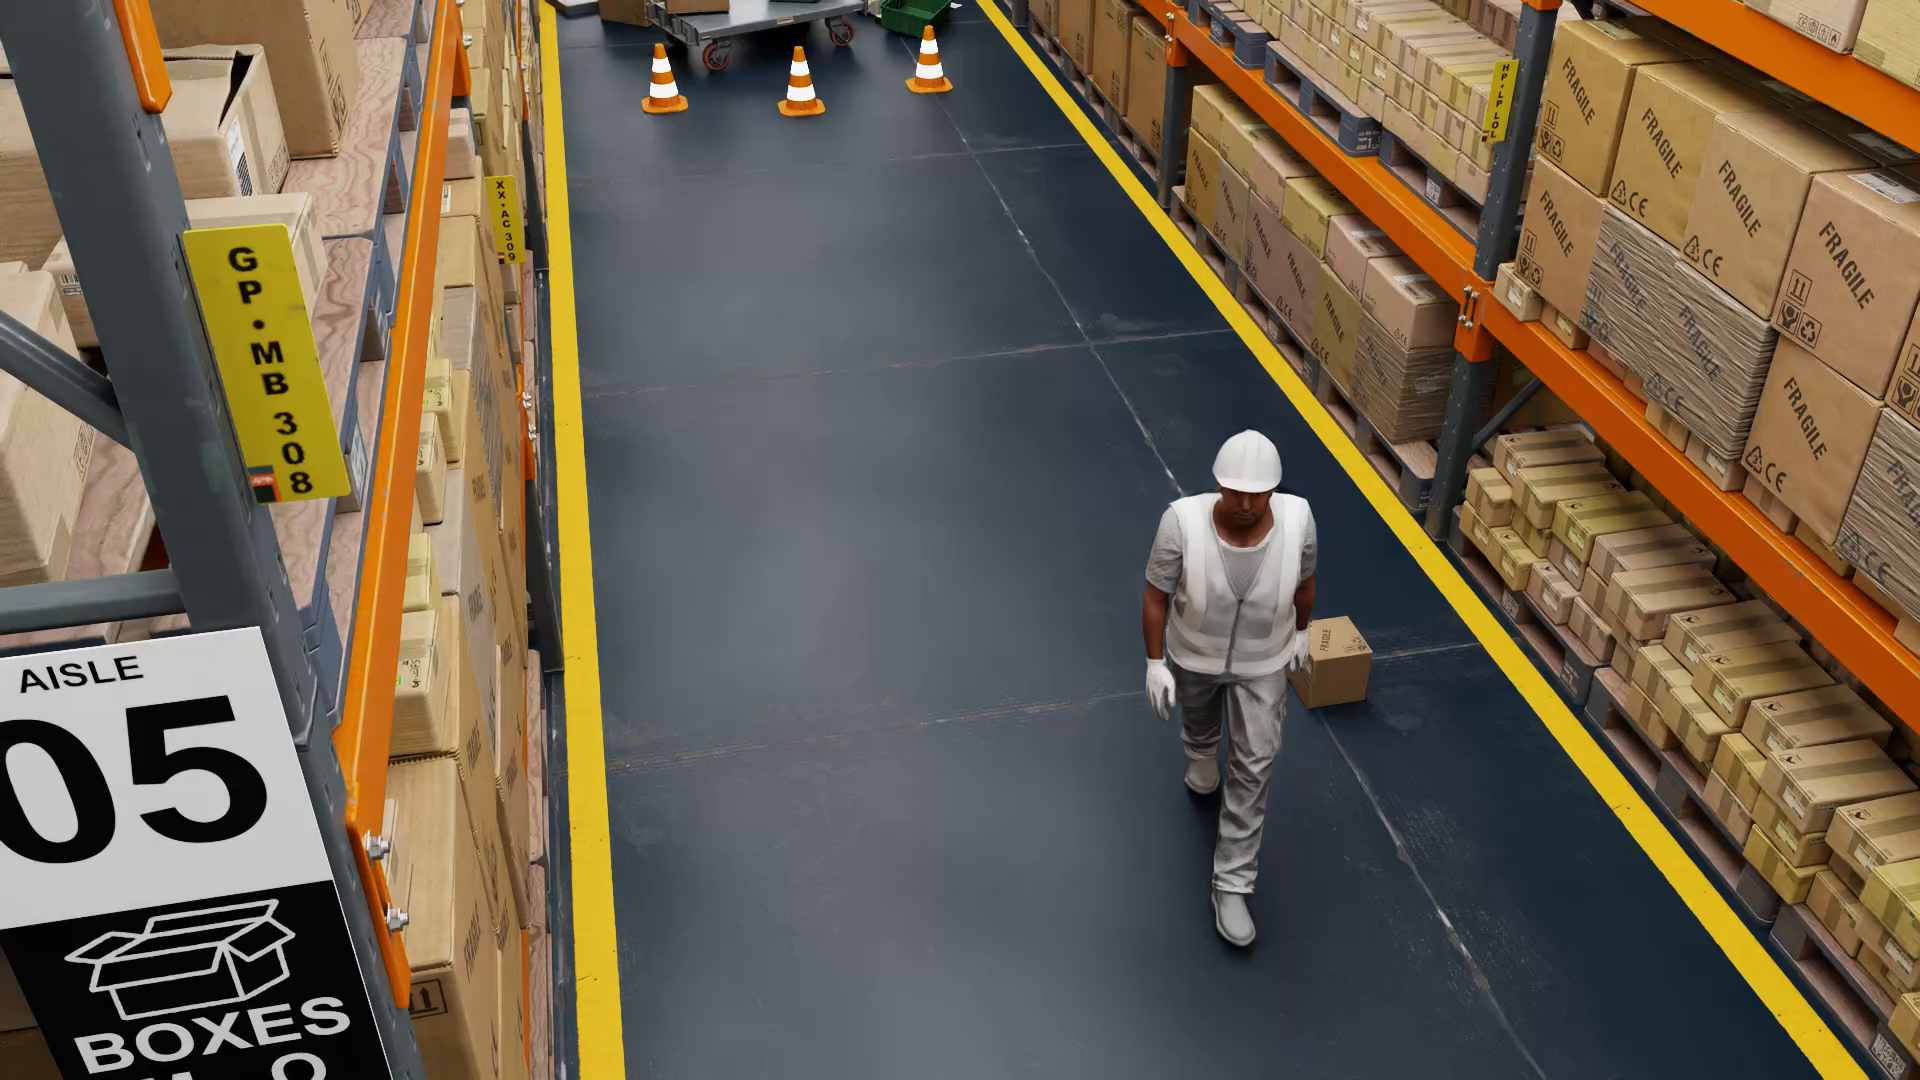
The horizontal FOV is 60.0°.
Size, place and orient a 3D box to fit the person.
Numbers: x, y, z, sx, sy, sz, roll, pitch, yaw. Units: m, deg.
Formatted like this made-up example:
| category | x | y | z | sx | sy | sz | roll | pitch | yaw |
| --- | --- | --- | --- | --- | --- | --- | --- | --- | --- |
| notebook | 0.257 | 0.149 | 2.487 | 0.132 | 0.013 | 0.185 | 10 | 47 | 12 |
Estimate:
| category | x | y | z | sx | sy | sz | roll | pitch | yaw |
| --- | --- | --- | --- | --- | --- | --- | --- | --- | --- |
| person | 0.885 | 0.394 | 5.537 | 0.575 | 1.717 | 1.056 | 5 | 34 | 8 |
